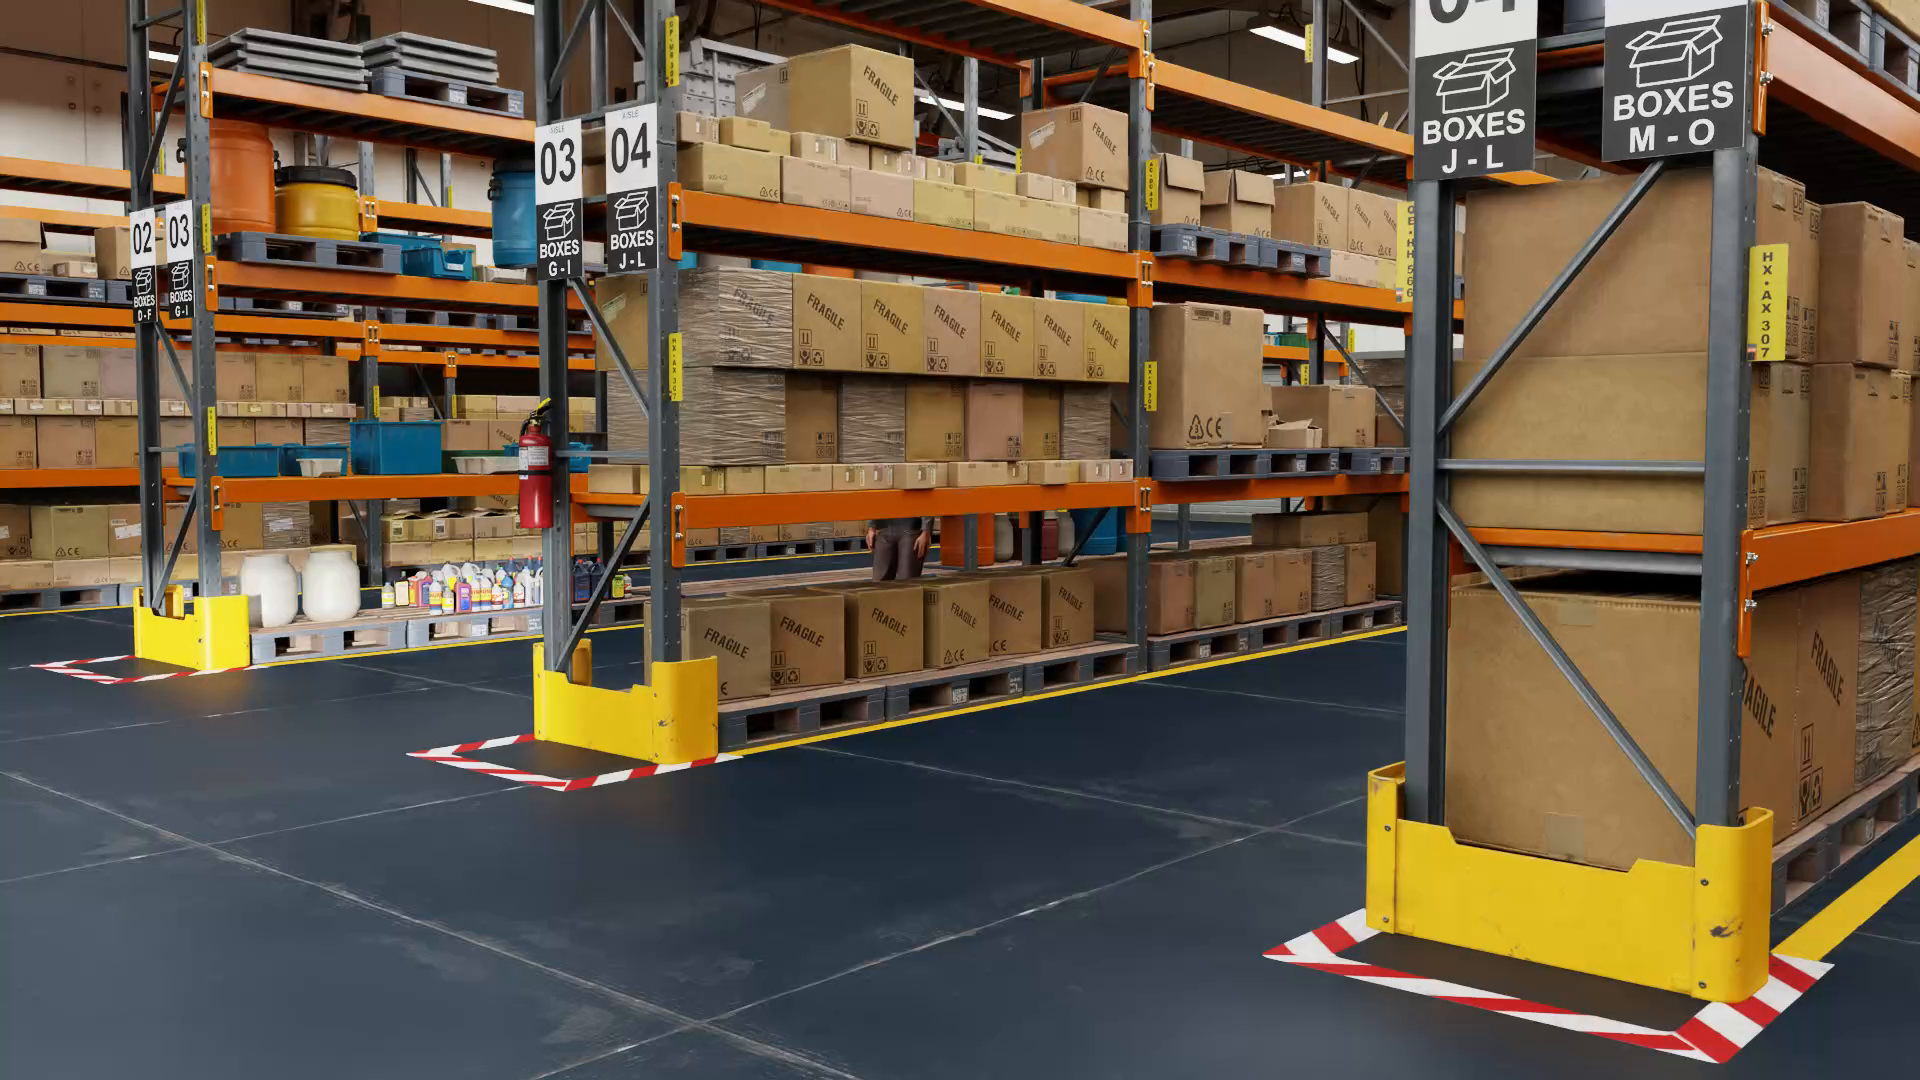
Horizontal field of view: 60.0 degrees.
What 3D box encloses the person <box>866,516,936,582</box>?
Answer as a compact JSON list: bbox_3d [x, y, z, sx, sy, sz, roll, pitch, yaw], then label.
[{"bbox_3d":[-0.433,-0.024,12.318,0.591,1.720,0.425,3,4,37],"label":"person"}]
